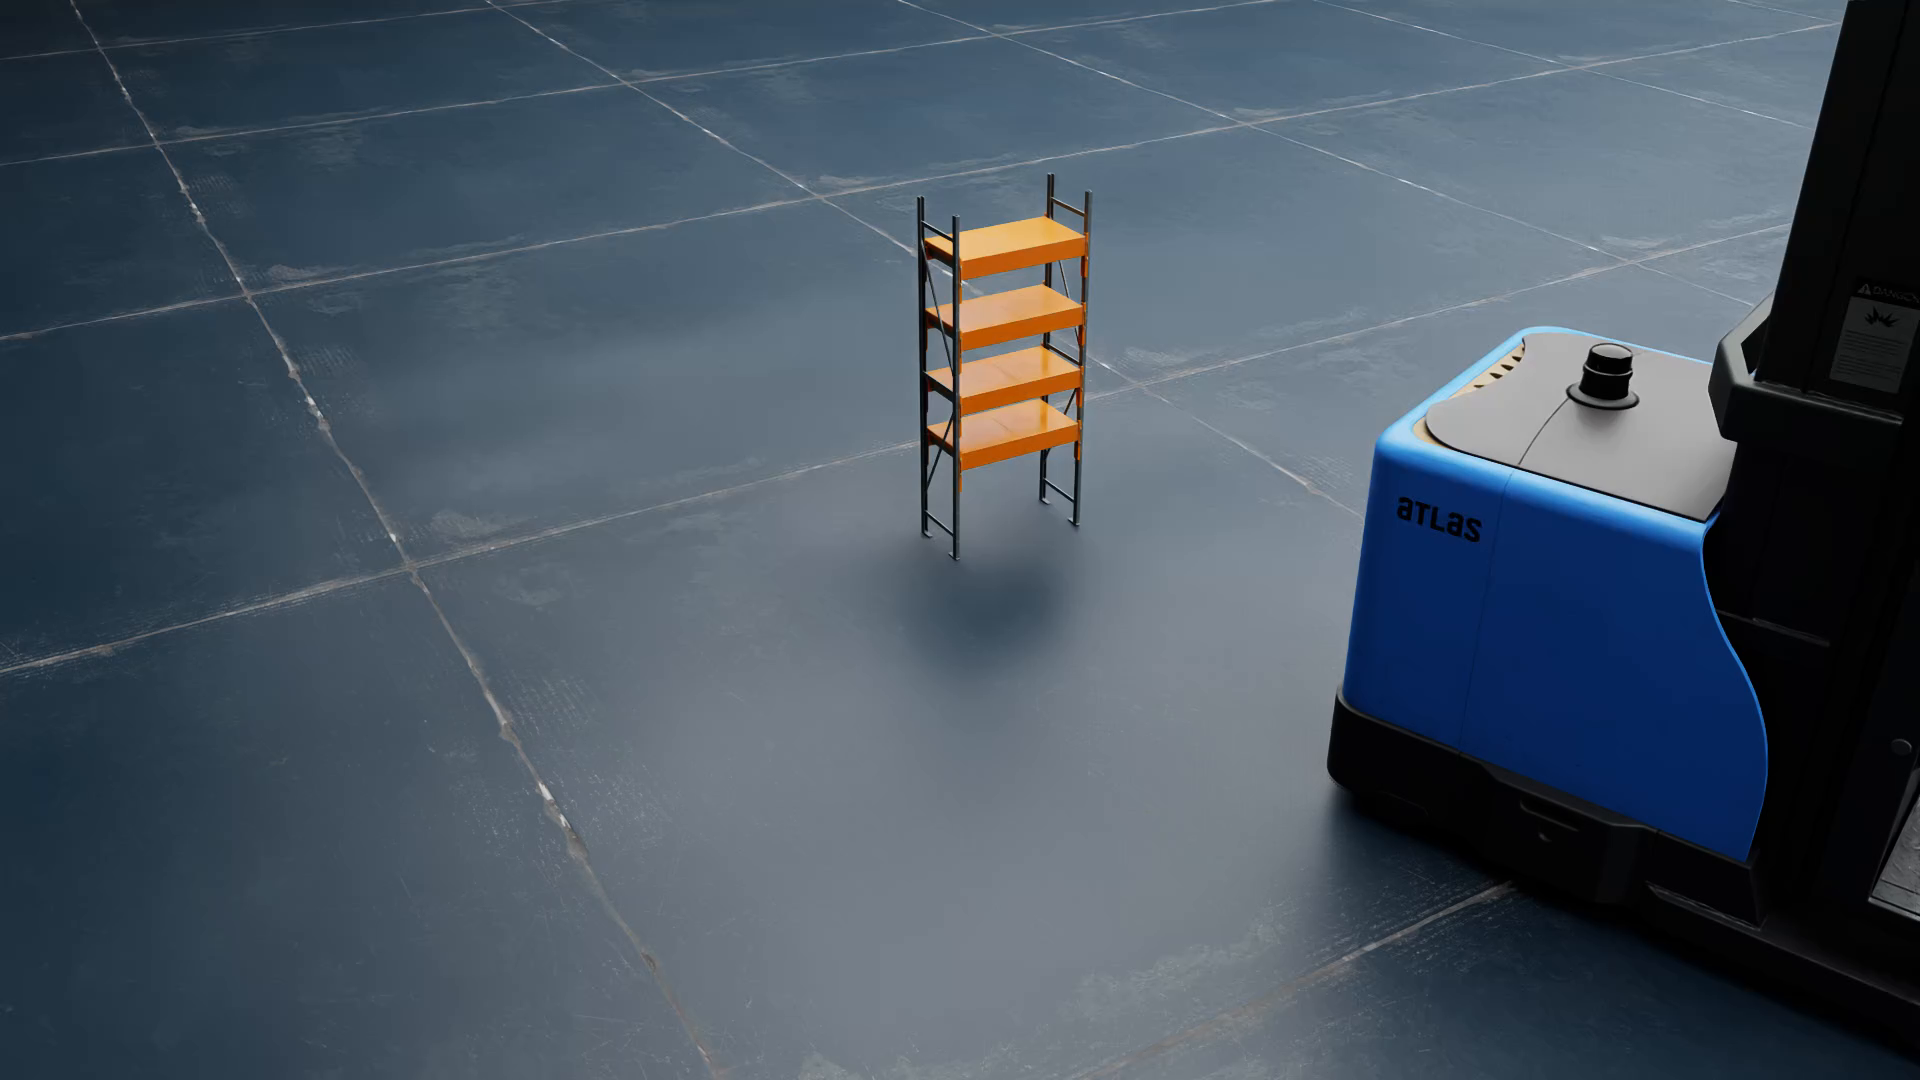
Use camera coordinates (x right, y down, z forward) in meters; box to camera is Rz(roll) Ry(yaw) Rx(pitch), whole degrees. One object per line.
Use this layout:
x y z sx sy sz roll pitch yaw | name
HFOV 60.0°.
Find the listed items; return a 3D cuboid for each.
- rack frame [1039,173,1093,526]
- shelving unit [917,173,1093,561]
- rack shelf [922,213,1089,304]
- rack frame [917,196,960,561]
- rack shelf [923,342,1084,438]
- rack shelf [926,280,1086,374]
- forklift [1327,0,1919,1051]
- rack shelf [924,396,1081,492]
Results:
0.353 -0.626 5.642 0.015 1.200 0.240 -16 33 -26 | rack frame
0.143 -0.566 5.534 0.503 1.200 0.258 -16 33 -26 | shelving unit
0.143 -0.910 5.344 0.480 0.148 0.258 -16 33 -26 | rack shelf
-0.068 -0.506 5.425 0.015 1.200 0.240 -16 33 -26 | rack frame
0.143 -0.507 5.566 0.480 0.148 0.258 -16 33 -26 | rack shelf
0.143 -0.703 5.458 0.480 0.148 0.258 -16 33 -26 | rack shelf
2.456 -0.332 3.319 3.031 2.935 1.130 21 35 33 | forklift
0.143 -0.333 5.662 0.480 0.148 0.258 -16 33 -26 | rack shelf
